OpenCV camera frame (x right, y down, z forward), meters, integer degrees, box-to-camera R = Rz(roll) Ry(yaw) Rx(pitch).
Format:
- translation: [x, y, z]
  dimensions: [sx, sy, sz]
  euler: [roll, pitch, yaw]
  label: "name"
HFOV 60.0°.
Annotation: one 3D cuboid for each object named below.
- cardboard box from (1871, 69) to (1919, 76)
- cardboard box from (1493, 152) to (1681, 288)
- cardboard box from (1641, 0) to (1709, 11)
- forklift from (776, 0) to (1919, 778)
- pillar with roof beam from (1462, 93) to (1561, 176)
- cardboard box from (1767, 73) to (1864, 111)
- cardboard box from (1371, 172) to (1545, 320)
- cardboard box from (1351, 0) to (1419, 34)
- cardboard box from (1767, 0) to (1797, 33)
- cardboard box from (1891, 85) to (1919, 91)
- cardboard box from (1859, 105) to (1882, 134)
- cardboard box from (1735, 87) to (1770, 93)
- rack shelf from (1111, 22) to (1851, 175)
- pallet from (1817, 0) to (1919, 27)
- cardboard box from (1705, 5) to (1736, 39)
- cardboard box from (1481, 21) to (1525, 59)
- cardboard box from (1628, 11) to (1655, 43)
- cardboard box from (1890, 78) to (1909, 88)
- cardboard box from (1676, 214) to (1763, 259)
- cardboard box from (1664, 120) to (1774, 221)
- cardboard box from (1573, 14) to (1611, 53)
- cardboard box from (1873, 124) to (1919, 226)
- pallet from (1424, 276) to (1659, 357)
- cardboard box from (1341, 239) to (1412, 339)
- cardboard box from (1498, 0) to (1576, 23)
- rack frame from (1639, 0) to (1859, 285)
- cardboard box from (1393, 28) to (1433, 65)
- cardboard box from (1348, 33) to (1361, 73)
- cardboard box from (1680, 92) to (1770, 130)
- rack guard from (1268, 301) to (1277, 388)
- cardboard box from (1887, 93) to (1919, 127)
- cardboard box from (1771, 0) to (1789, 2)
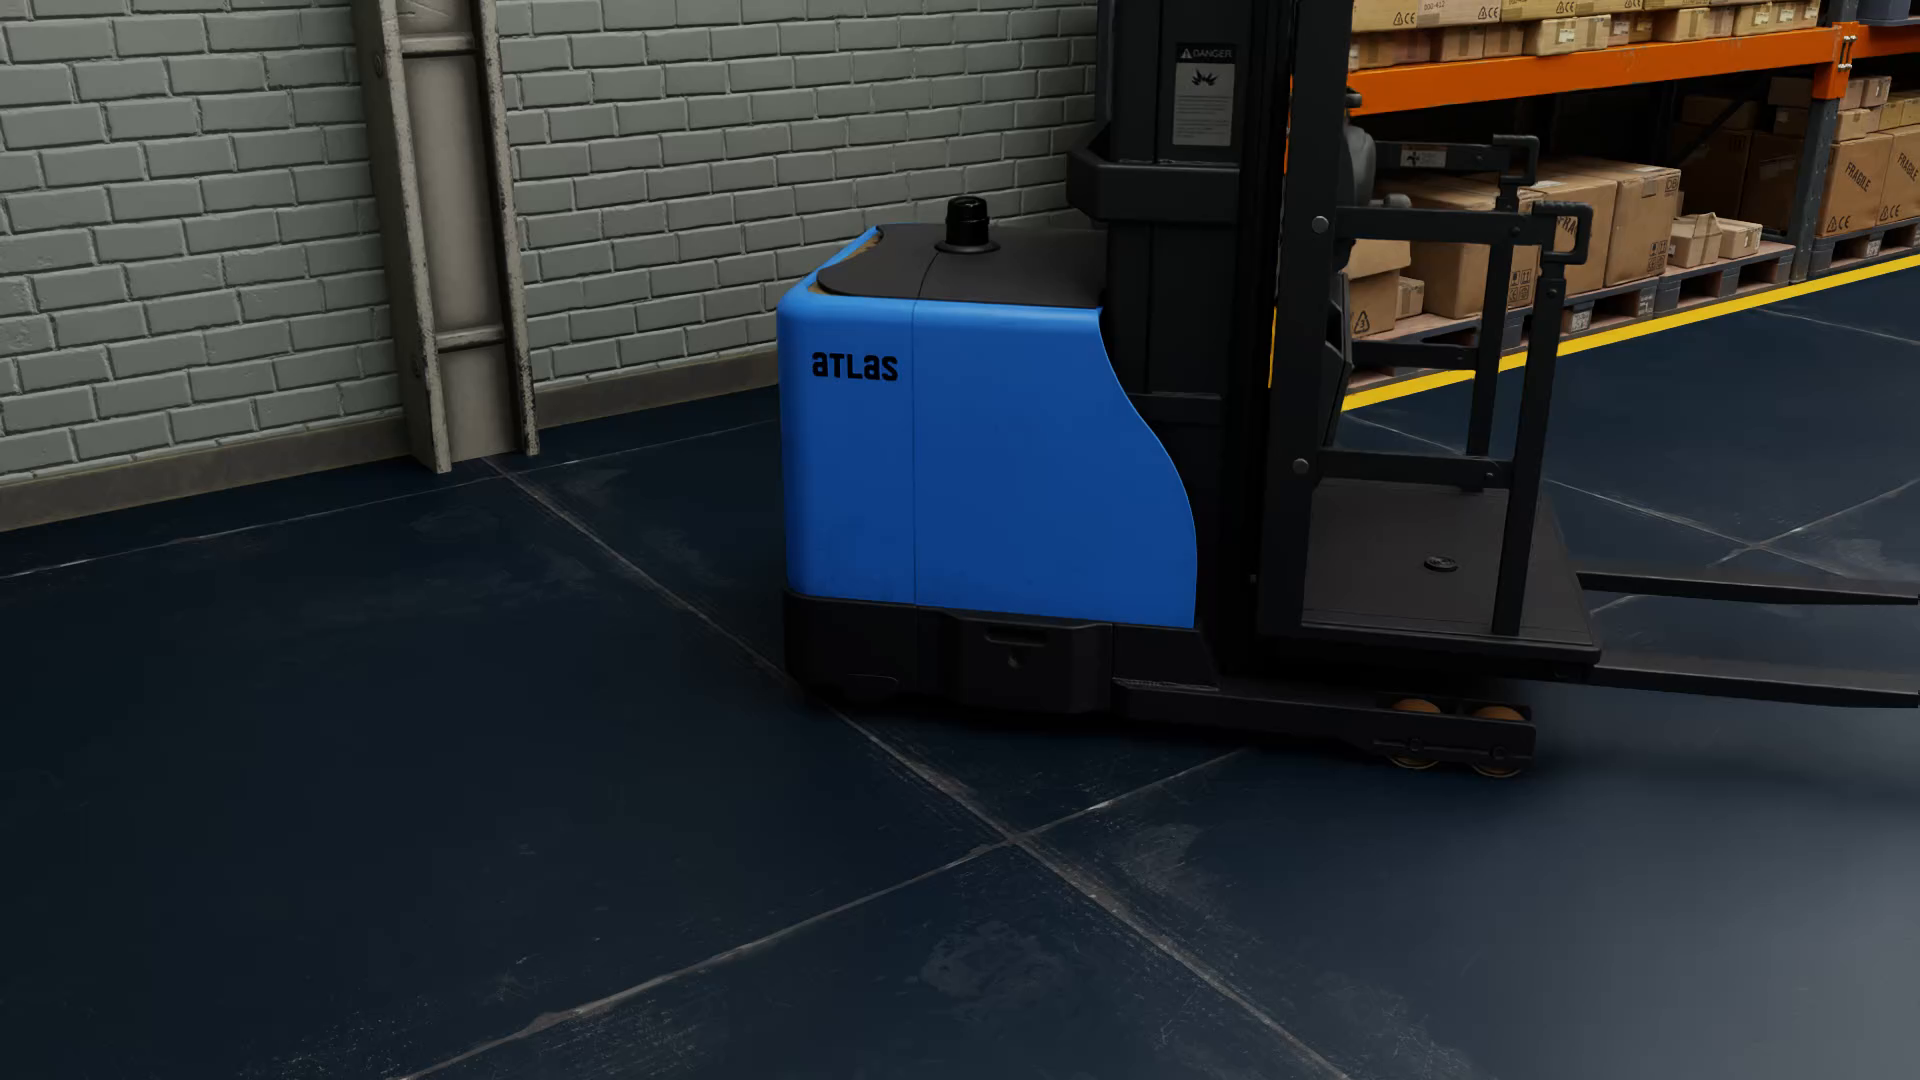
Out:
- translation: [5.943, -2.851, 10.425]
  dimensions: [0.250, 0.149, 0.380]
  euler: [-16, 27, -34]
  label: "cardboard box"
- translation: [3.011, -1.569, 8.087]
  dimensions: [0.500, 0.500, 0.700]
  euler: [-16, 27, -35]
  label: "cardboard box"
- translation: [3.065, -2.567, 7.582]
  dimensions: [0.500, 0.250, 0.500]
  euler: [-15, 26, -33]
  label: "cardboard box"
- translation: [1.112, -1.008, 3.968]
  dimensions: [3.031, 2.935, 1.130]
  euler: [4, 22, 11]
  label: "forklift"
- translation: [5.569, -4.510, 4.557]
  dimensions: [0.400, 9.000, 9.100]
  euler: [-15, 26, -33]
  label: "pillar with roof beam"
- translation: [4.558, -2.388, 8.863]
  dimensions: [0.250, 0.149, 0.380]
  euler: [-15, 26, -34]
  label: "cardboard box"
- translation: [2.168, -1.344, 7.523]
  dimensions: [0.500, 0.500, 0.700]
  euler: [-14, 26, -31]
  label: "cardboard box"
- translation: [1.425, -2.118, 6.459]
  dimensions: [0.500, 0.250, 0.500]
  euler: [-15, 26, -33]
  label: "cardboard box"
- translation: [3.836, -2.574, 8.139]
  dimensions: [0.250, 0.149, 0.380]
  euler: [-14, 26, -31]
  label: "cardboard box"
- translation: [5.616, -2.533, 9.628]
  dimensions: [0.250, 0.149, 0.380]
  euler: [-14, 26, -31]
  label: "cardboard box"
- translation: [4.773, -2.315, 9.081]
  dimensions: [0.250, 0.149, 0.380]
  euler: [-16, 27, -34]
  label: "cardboard box"
- translation: [4.680, -2.514, 9.580]
  dimensions: [0.250, 0.149, 0.380]
  euler: [-15, 26, -32]
  label: "cardboard box"
- translation: [2.523, -2.132, 7.662]
  dimensions: [4.000, 0.370, 1.077]
  euler: [-15, 26, -33]
  label: "rack shelf"
- translation: [4.859, -2.950, 9.000]
  dimensions: [1.213, 0.211, 1.003]
  euler: [-15, 26, -33]
  label: "pallet"
- translation: [3.411, -2.462, 7.858]
  dimensions: [0.250, 0.149, 0.380]
  euler: [-14, 26, -31]
  label: "cardboard box"
- translation: [2.152, -2.137, 7.042]
  dimensions: [0.250, 0.149, 0.380]
  euler: [-14, 26, -32]
  label: "cardboard box"
- translation: [2.945, -2.376, 7.642]
  dimensions: [0.250, 0.149, 0.380]
  euler: [-14, 26, -32]
  label: "cardboard box"
- translation: [5.526, -2.739, 10.144]
  dimensions: [0.250, 0.149, 0.380]
  euler: [-16, 27, -35]
  label: "cardboard box"
- translation: [3.866, -1.561, 8.540]
  dimensions: [0.250, 0.149, 0.380]
  euler: [-16, 27, -34]
  label: "cardboard box"
- translation: [4.372, -2.128, 9.488]
  dimensions: [0.500, 0.500, 0.500]
  euler: [-15, 26, -33]
  label: "cardboard box"
- translation: [2.603, -2.232, 7.281]
  dimensions: [0.250, 0.149, 0.380]
  euler: [-14, 26, -32]
  label: "cardboard box"
- translation: [5.097, -2.088, 9.388]
  dimensions: [0.500, 0.500, 0.500]
  euler: [-15, 26, -34]
  label: "cardboard box"
- translation: [2.597, -1.189, 8.093]
  dimensions: [1.213, 0.211, 1.003]
  euler: [-15, 26, -33]
  label: "pallet"
- translation: [1.451, -1.172, 7.089]
  dimensions: [0.637, 0.503, 0.797]
  euler: [-16, 27, -35]
  label: "cardboard box"
- translation: [2.244, -2.338, 7.010]
  dimensions: [0.500, 0.250, 0.500]
  euler: [-16, 26, -34]
  label: "cardboard box"
- translation: [4.146, -2.899, 8.613]
  dimensions: [0.127, 3.000, 1.000]
  euler: [-15, 26, -33]
  label: "rack frame"
- translation: [1.699, -2.041, 6.803]
  dimensions: [0.250, 0.149, 0.380]
  euler: [-15, 26, -34]
  label: "cardboard box"
- translation: [1.326, -1.905, 6.461]
  dimensions: [0.250, 0.149, 0.380]
  euler: [-15, 26, -33]
  label: "cardboard box"
- translation: [4.277, -2.400, 9.295]
  dimensions: [0.250, 0.149, 0.380]
  euler: [-16, 27, -35]
  label: "cardboard box"
- translation: [0.961, -0.888, 6.948]
  dimensions: [0.348, 0.500, 1.175]
  euler: [-15, 26, -33]
  label: "rack guard"
- translation: [5.189, -2.437, 9.388]
  dimensions: [0.250, 0.149, 0.380]
  euler: [-15, 26, -34]
  label: "cardboard box"
- translation: [3.875, -2.784, 8.126]
  dimensions: [0.500, 0.250, 0.500]
  euler: [-14, 26, -32]
  label: "cardboard box"
